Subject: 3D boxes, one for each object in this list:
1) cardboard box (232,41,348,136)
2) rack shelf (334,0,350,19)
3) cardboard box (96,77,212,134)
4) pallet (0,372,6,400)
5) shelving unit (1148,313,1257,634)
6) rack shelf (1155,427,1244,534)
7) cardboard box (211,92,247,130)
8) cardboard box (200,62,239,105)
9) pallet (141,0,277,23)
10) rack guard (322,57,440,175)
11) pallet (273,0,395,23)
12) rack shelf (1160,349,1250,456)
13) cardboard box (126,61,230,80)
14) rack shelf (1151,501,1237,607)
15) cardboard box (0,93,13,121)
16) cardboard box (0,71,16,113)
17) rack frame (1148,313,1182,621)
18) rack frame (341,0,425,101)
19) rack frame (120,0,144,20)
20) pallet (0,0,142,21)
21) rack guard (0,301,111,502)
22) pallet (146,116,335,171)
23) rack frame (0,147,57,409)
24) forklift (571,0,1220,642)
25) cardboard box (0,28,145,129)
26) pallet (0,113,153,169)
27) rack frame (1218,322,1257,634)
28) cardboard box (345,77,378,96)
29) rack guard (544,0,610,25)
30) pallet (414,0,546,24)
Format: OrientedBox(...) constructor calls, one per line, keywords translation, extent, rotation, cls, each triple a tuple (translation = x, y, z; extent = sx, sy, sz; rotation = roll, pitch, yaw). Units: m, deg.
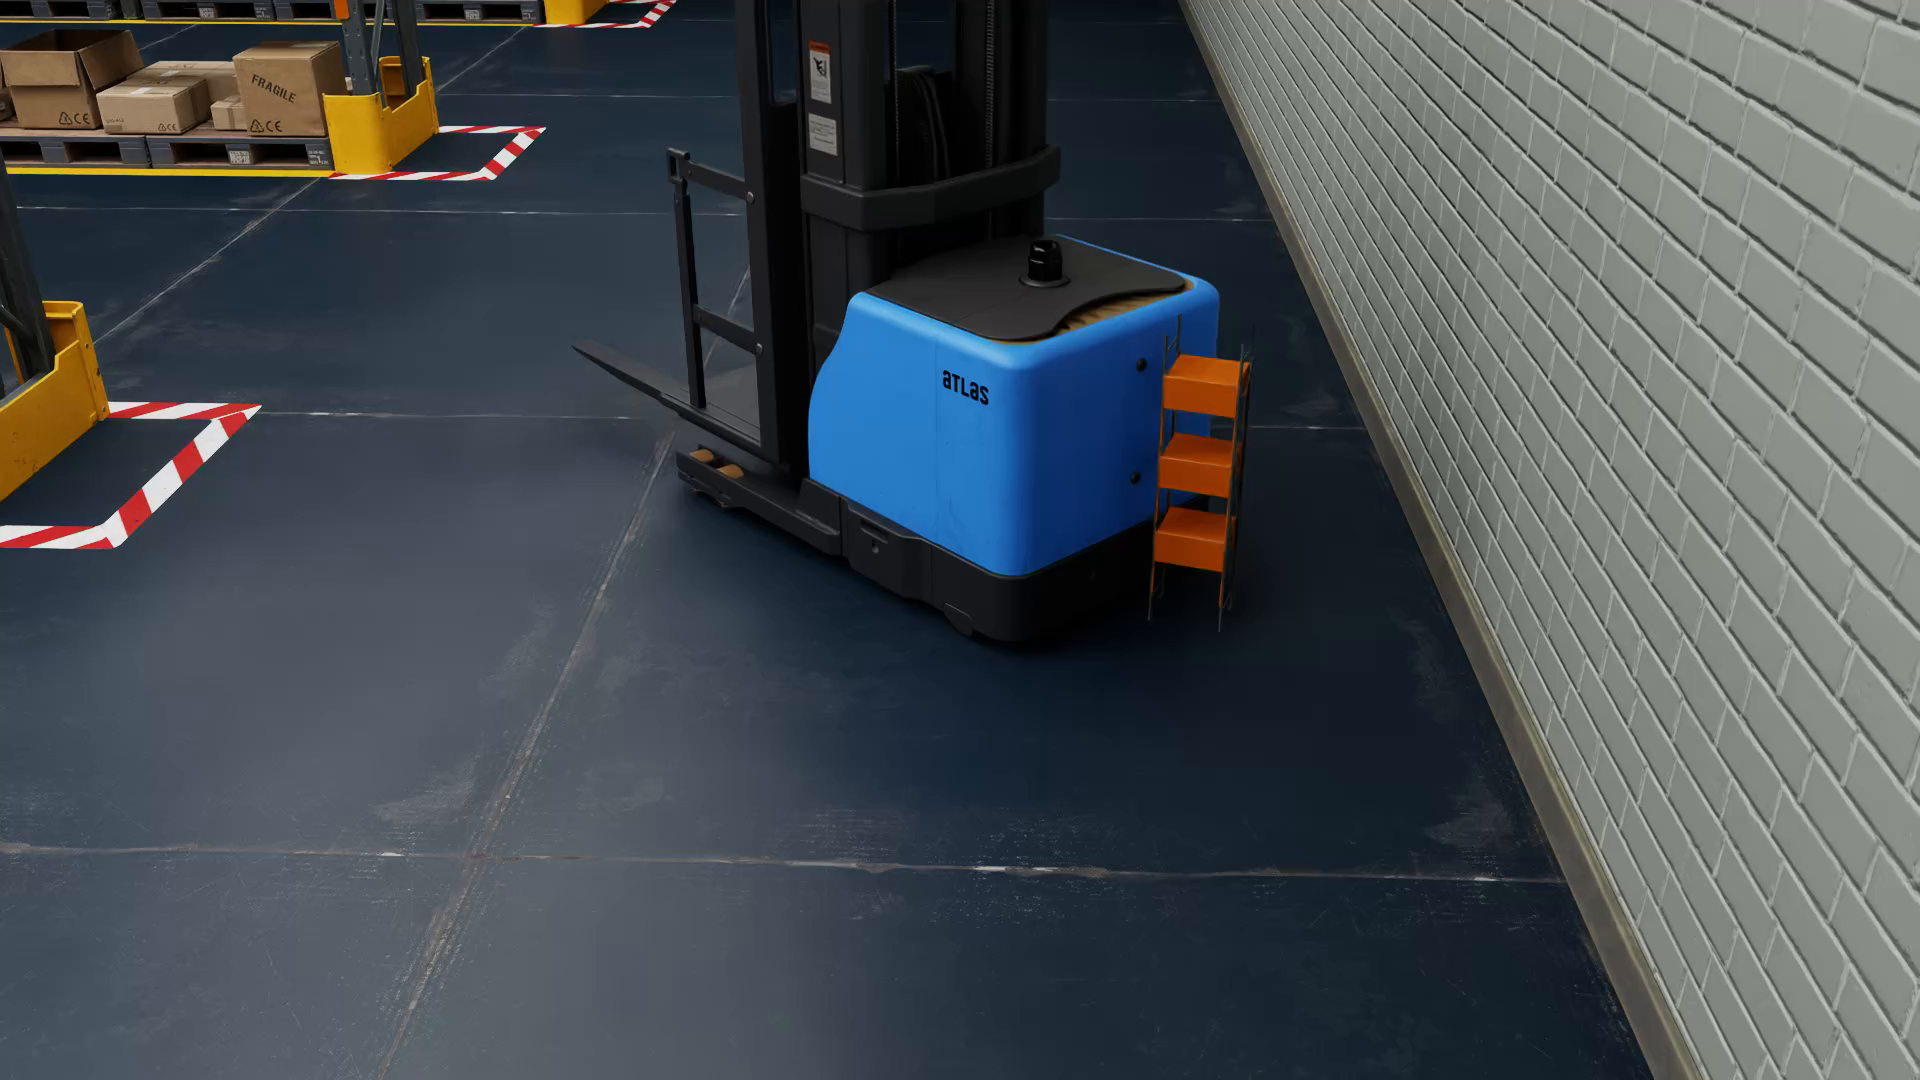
OrientedBox(translation=(-4.312, -2.926, 10.767), extent=(0.500, 0.500, 0.500), rotation=(1, 28, 2), cls="cardboard box")
OrientedBox(translation=(-5.759, -3.658, 10.716), extent=(4.000, 0.370, 1.077), rotation=(1, 28, 2), cls="rack shelf")
OrientedBox(translation=(-5.260, -2.846, 10.881), extent=(0.500, 0.250, 0.500), rotation=(1, 28, 2), cls="cardboard box")
OrientedBox(translation=(-4.761, -0.424, 6.824), extent=(1.213, 0.211, 1.003), rotation=(1, 28, 2), cls="pallet")
OrientedBox(translation=(0.798, -0.209, 5.520), extent=(0.252, 1.050, 0.215), rotation=(10, 30, 18), cls="shelving unit")
OrientedBox(translation=(0.798, -0.199, 5.525), extent=(0.240, 0.259, 0.215), rotation=(10, 30, 18), cls="rack shelf")
OrientedBox(translation=(-4.714, -2.828, 10.937), extent=(0.250, 0.166, 0.380), rotation=(1, 28, 2), cls="cardboard box")
OrientedBox(translation=(-4.793, -3.072, 11.309), extent=(0.500, 0.250, 0.500), rotation=(1, 28, 2), cls="cardboard box")
OrientedBox(translation=(-6.829, -5.046, 15.544), extent=(1.213, 0.211, 1.003), rotation=(1, 28, 2), cls="pallet")
OrientedBox(translation=(-3.836, -2.839, 11.073), extent=(0.348, 0.500, 1.175), rotation=(1, 28, 2), cls="rack guard")
OrientedBox(translation=(-5.607, -5.027, 15.508), extent=(1.213, 0.211, 1.003), rotation=(1, 28, 2), cls="pallet")
OrientedBox(translation=(0.797, -0.449, 5.390), extent=(0.240, 0.259, 0.215), rotation=(10, 30, 18), cls="rack shelf")
OrientedBox(translation=(-5.293, -3.080, 11.324), extent=(0.500, 0.250, 0.500), rotation=(1, 28, 2), cls="cardboard box")
OrientedBox(translation=(0.799, 0.045, 5.658), extent=(0.240, 0.259, 0.215), rotation=(10, 30, 18), cls="rack shelf")
OrientedBox(translation=(-6.481, -2.833, 10.948), extent=(0.250, 0.166, 0.380), rotation=(1, 28, 2), cls="cardboard box")
OrientedBox(translation=(-6.429, -3.126, 11.346), extent=(0.500, 0.311, 0.500), rotation=(1, 28, 2), cls="cardboard box")
OrientedBox(translation=(0.683, -0.228, 5.557), extent=(0.008, 1.050, 0.200), rotation=(10, 30, 18), cls="rack frame")
OrientedBox(translation=(-3.760, -3.943, 10.485), extent=(0.127, 3.000, 1.000), rotation=(1, 28, 2), cls="rack frame")
OrientedBox(translation=(-7.586, -6.327, 14.984), extent=(0.127, 3.000, 1.000), rotation=(1, 28, 2), cls="rack frame")
OrientedBox(translation=(-8.360, -5.073, 15.594), extent=(1.213, 0.211, 1.003), rotation=(1, 28, 2), cls="pallet")
OrientedBox(translation=(-3.914, -0.525, 6.707), extent=(0.348, 0.500, 1.175), rotation=(1, 28, 2), cls="rack guard")
OrientedBox(translation=(-4.633, -2.724, 11.164), extent=(1.213, 0.211, 1.003), rotation=(1, 28, 2), cls="pallet")
OrientedBox(translation=(-3.939, -1.624, 6.111), extent=(0.127, 3.000, 1.000), rotation=(1, 28, 2), cls="rack frame")
OrientedBox(translation=(-0.473, -1.564, 6.070), extent=(1.130, 2.935, 3.031), rotation=(-23, 36, -37), cls="forklift")
OrientedBox(translation=(-5.880, -3.072, 11.037), extent=(0.637, 0.503, 0.797), rotation=(1, 28, 2), cls="cardboard box")
OrientedBox(translation=(-5.849, -2.746, 11.205), extent=(1.213, 0.211, 1.003), rotation=(1, 28, 2), cls="pallet")
OrientedBox(translation=(0.912, -0.189, 5.483), extent=(0.008, 1.050, 0.200), rotation=(10, 30, 18), cls="rack frame")
OrientedBox(translation=(-4.166, -3.045, 11.366), extent=(0.250, 0.149, 0.380), rotation=(1, 28, 2), cls="cardboard box")
OrientedBox(translation=(-3.565, -5.157, 15.444), extent=(0.348, 0.500, 1.175), rotation=(1, 28, 2), cls="rack guard")
OrientedBox(translation=(-4.391, -5.006, 15.468), extent=(1.213, 0.211, 1.003), rotation=(1, 28, 2), cls="pallet")
